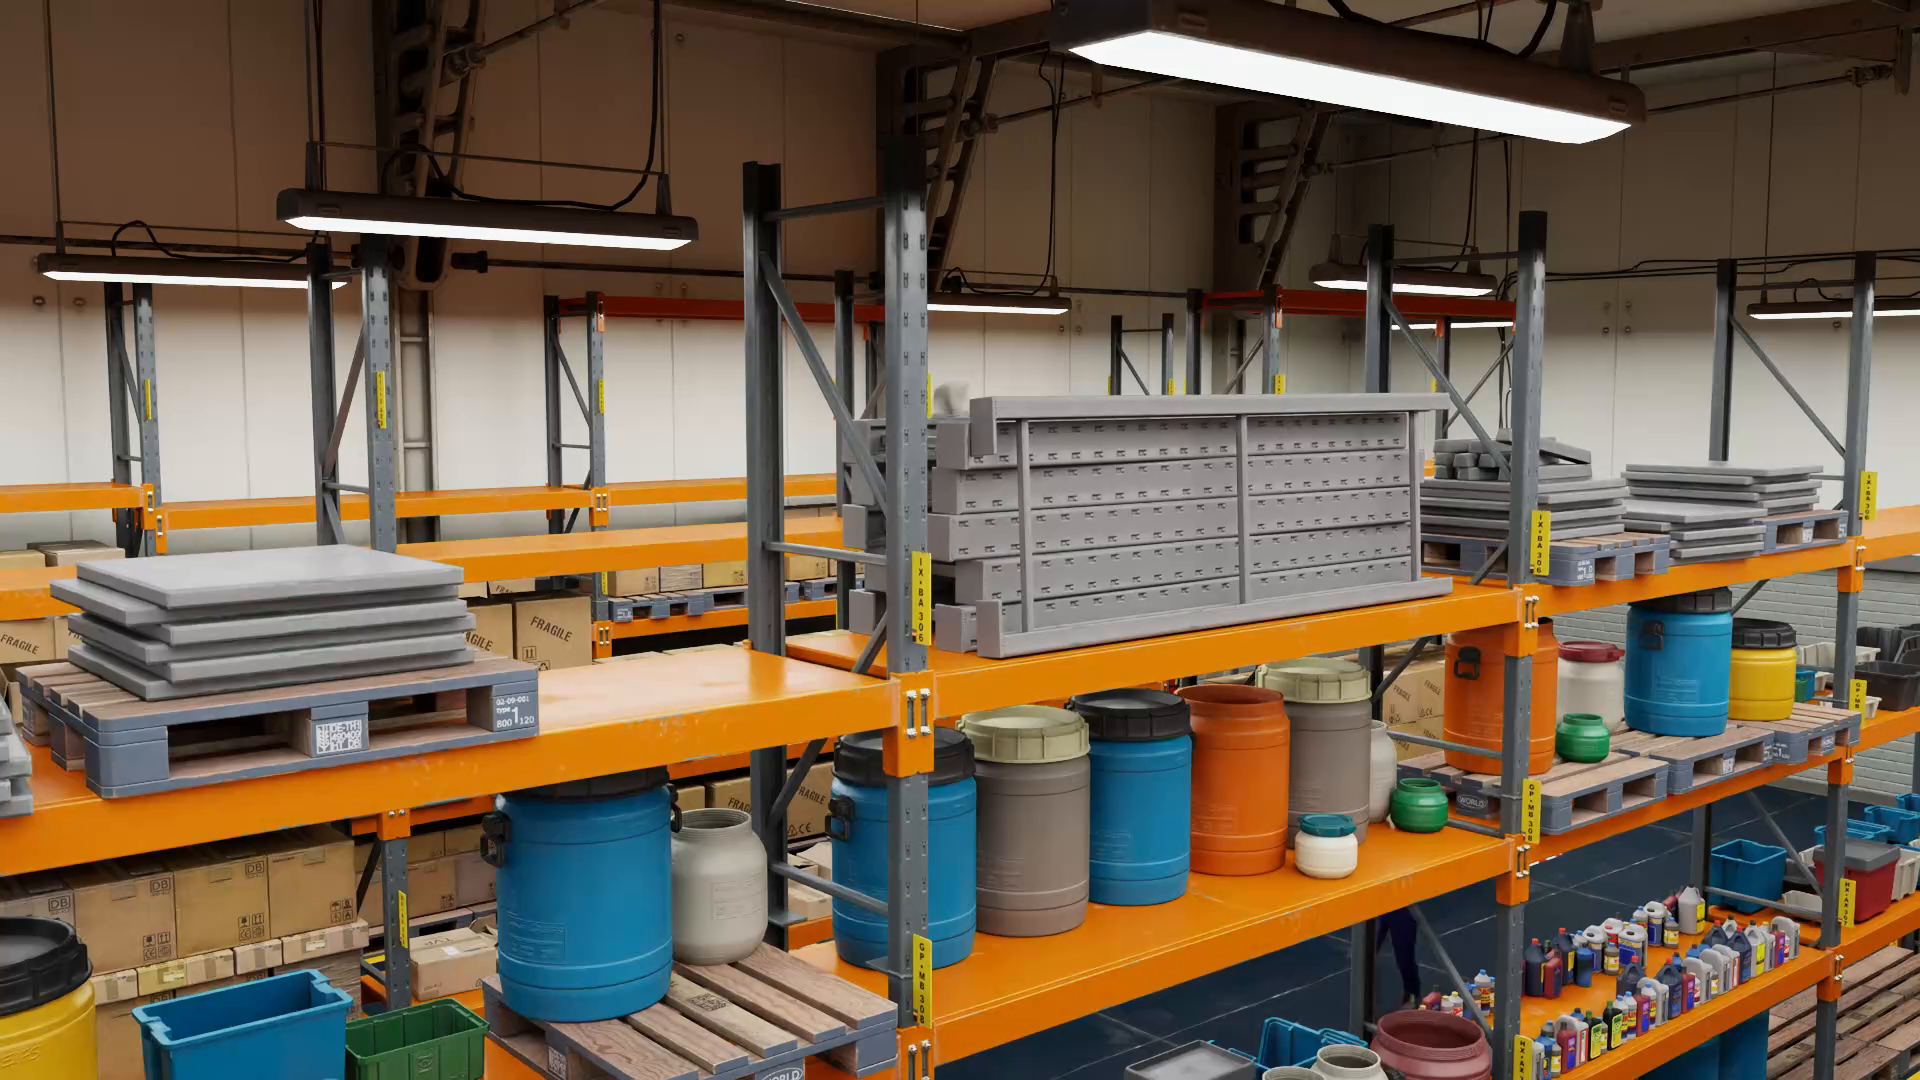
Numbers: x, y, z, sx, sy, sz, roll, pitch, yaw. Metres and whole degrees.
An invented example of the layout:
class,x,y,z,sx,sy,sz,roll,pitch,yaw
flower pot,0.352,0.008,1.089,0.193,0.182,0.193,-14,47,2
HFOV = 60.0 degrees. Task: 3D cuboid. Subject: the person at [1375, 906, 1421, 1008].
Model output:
class,x,y,z,sx,sy,sz,roll,pitch,yaw
person,3.458,3.066,13.345,0.580,1.709,0.744,4,7,34
